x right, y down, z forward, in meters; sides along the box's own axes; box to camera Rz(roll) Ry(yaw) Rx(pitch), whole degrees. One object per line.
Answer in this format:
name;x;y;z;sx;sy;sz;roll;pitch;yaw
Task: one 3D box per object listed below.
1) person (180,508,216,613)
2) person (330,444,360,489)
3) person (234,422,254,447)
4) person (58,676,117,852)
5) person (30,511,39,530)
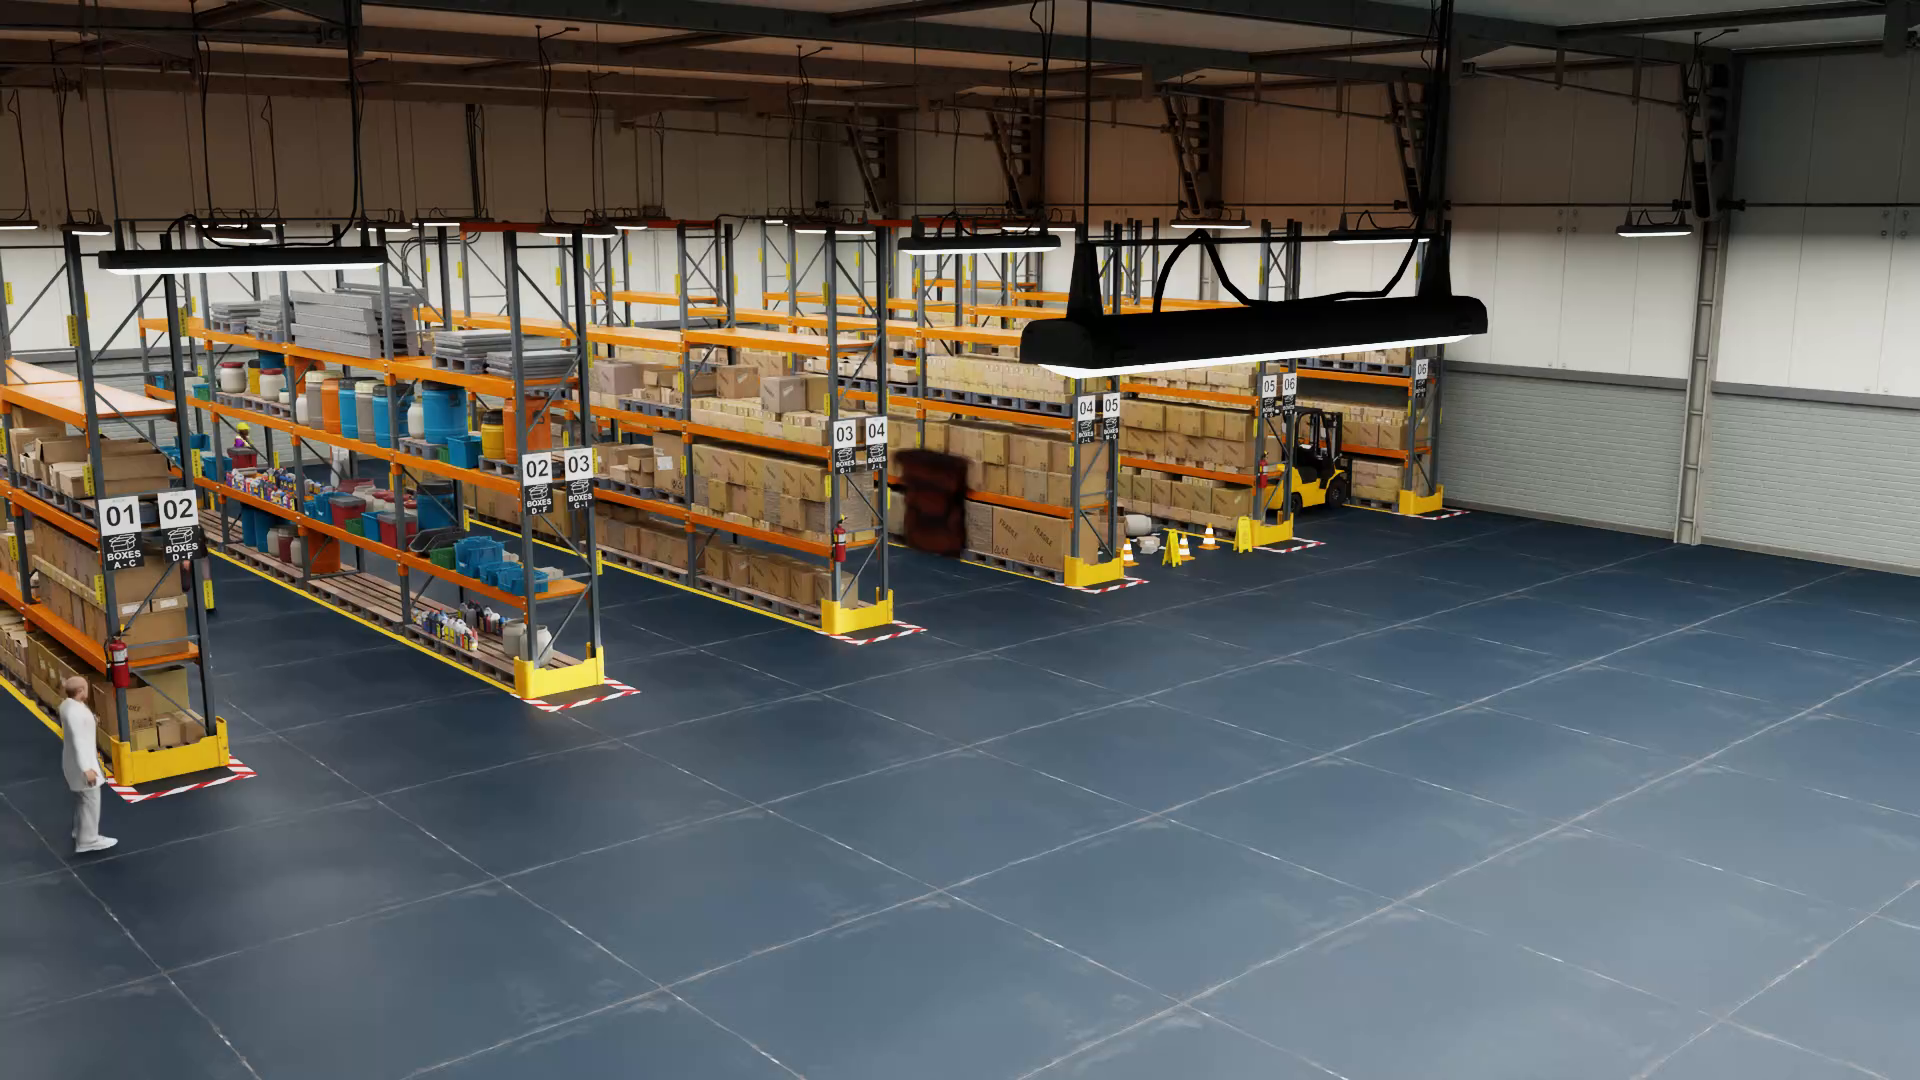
person;-12.077;0.290;26.130;0.486;1.679;0.841;-11;16;-43
person;-13.476;-1.775;36.300;0.629;1.716;1.032;3;12;16
person;-15.302;-1.653;35.535;0.600;1.754;0.529;-8;14;-34
person;-8.678;2.234;16.471;0.453;1.821;0.670;-4;12;-20
person;-16.014;-0.173;28.786;0.401;1.542;0.823;-10;15;-42
